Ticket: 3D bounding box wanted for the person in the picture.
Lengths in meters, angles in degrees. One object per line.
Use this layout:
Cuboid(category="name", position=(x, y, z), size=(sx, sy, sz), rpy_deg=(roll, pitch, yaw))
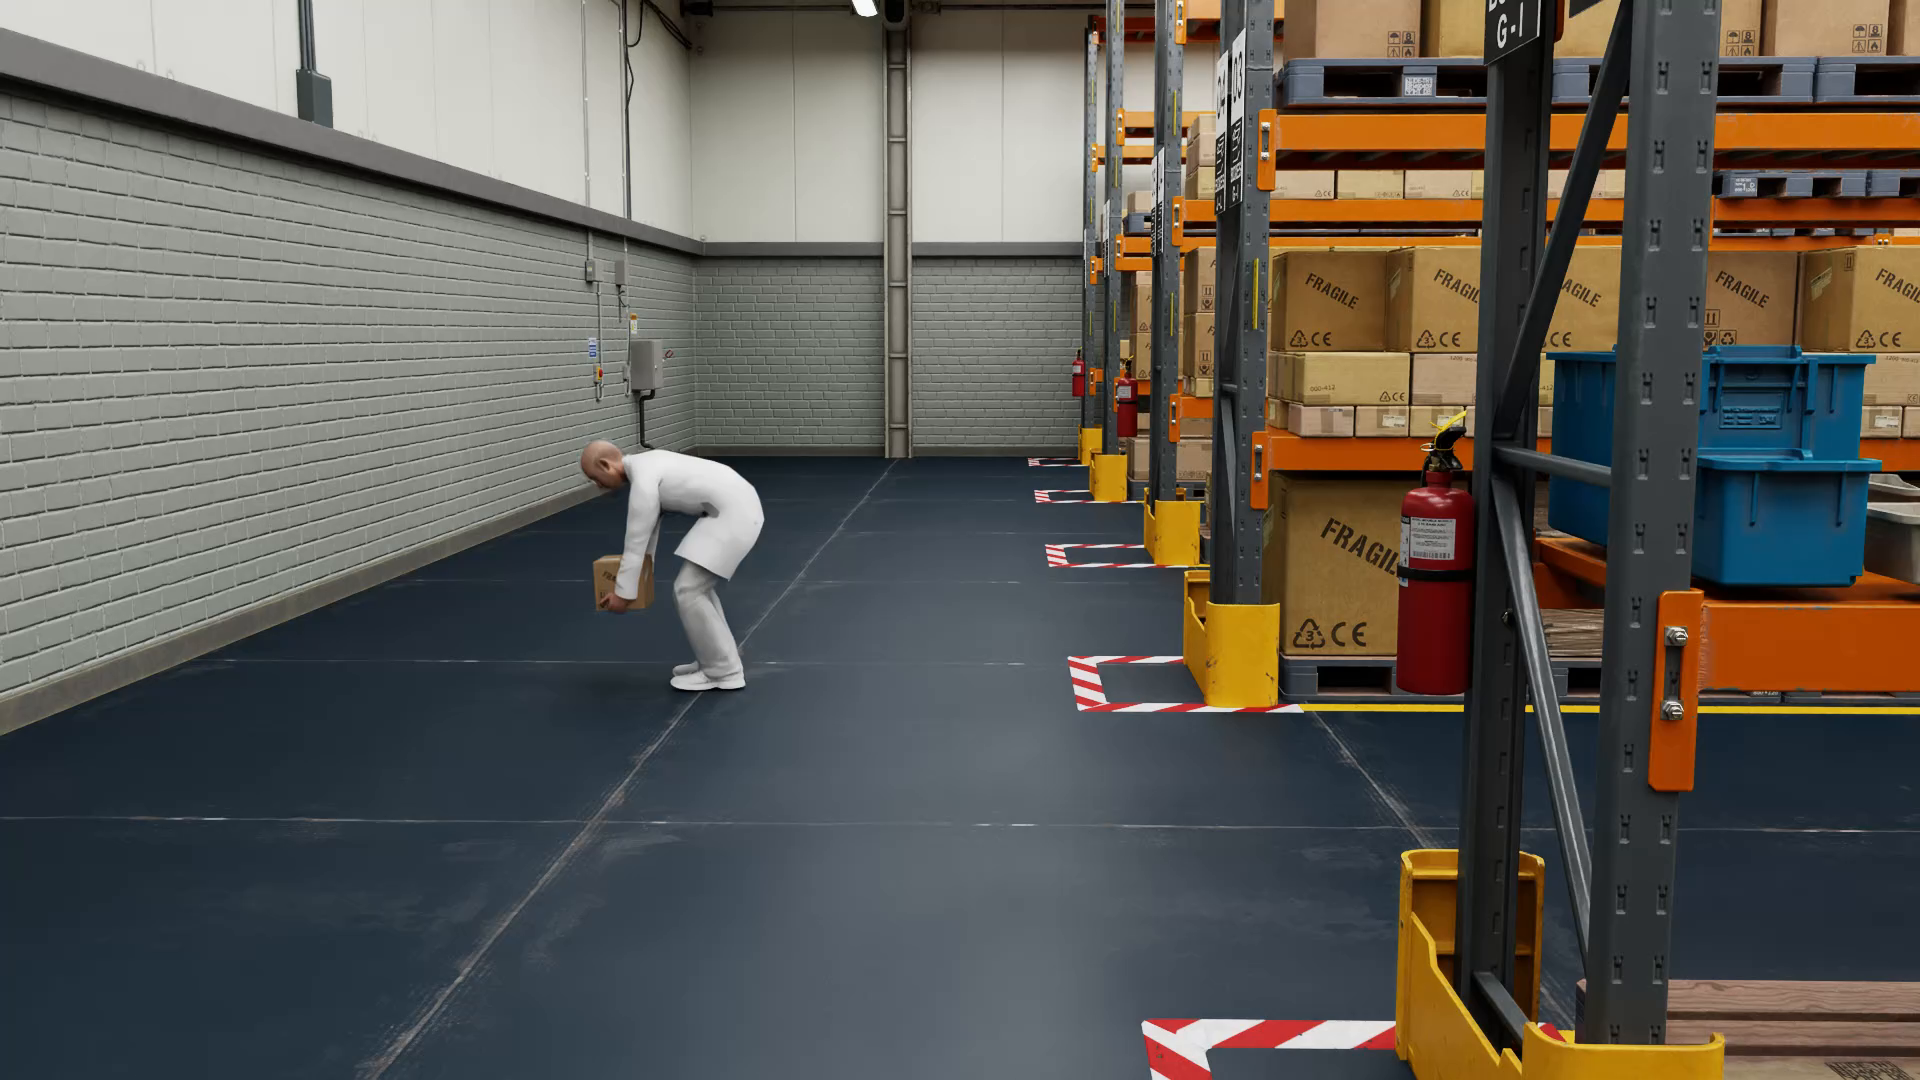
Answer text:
Cuboid(category="person", position=(-1.458, 0.151, 8.484), size=(0.915, 1.193, 0.569), rpy_deg=(0, 7, -1))
